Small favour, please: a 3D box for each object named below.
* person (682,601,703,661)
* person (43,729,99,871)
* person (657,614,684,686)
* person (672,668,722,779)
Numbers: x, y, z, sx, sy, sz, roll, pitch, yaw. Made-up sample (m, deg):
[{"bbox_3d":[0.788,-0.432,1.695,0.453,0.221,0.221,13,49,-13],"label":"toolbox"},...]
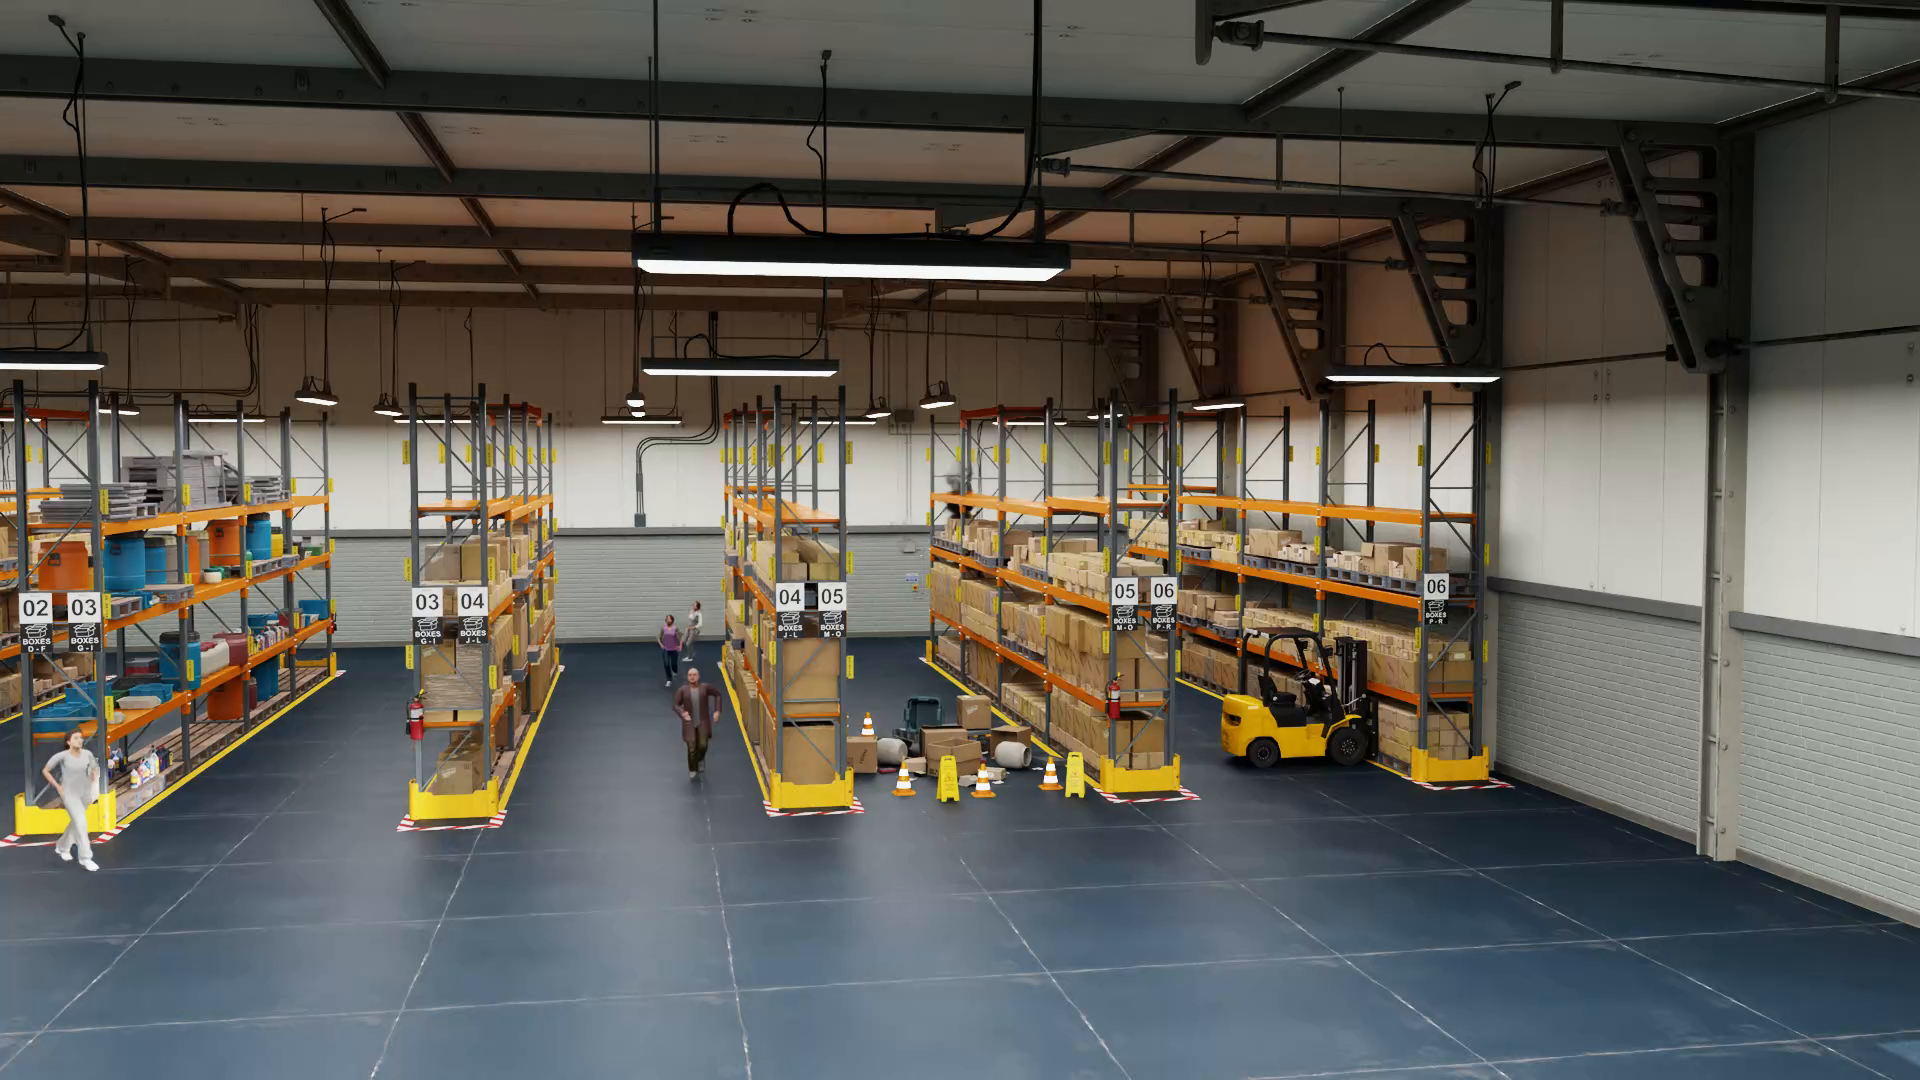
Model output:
[{"bbox_3d":[-6.503,2.209,40.220,0.730,1.493,0.480,2,4,38],"label":"person"},{"bbox_3d":[-10.753,3.130,20.187,0.833,1.688,0.571,2,3,27],"label":"person"},{"bbox_3d":[-6.304,2.392,36.210,0.588,1.558,0.572,0,3,-5],"label":"person"},{"bbox_3d":[-4.048,2.838,25.592,0.741,1.738,0.765,0,3,-6],"label":"person"}]
